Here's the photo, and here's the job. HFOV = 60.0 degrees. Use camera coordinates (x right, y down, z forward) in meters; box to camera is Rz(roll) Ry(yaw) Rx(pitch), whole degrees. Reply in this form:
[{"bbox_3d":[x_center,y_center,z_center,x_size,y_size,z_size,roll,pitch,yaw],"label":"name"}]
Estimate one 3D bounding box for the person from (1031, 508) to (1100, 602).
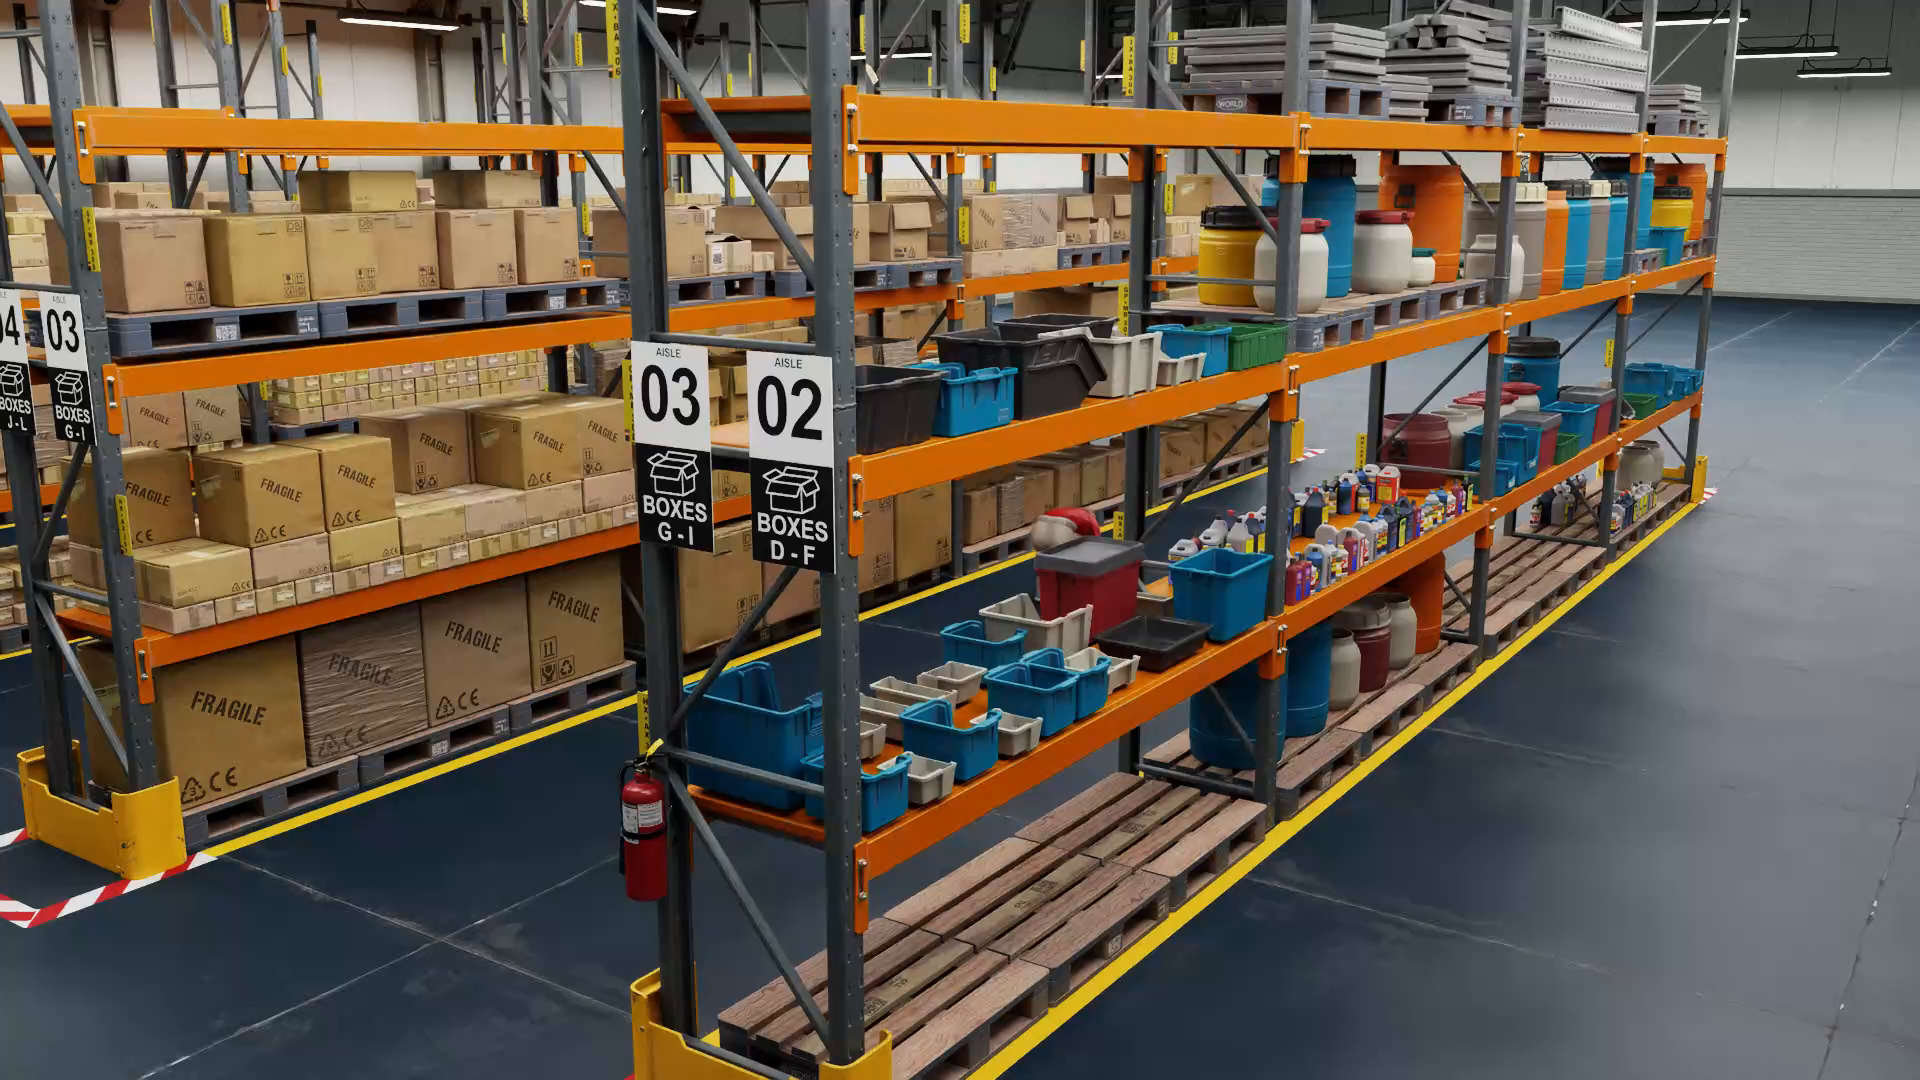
[{"bbox_3d":[0.982,0.114,15.012,0.545,0.867,0.957,8,15,31],"label":"person"}]
